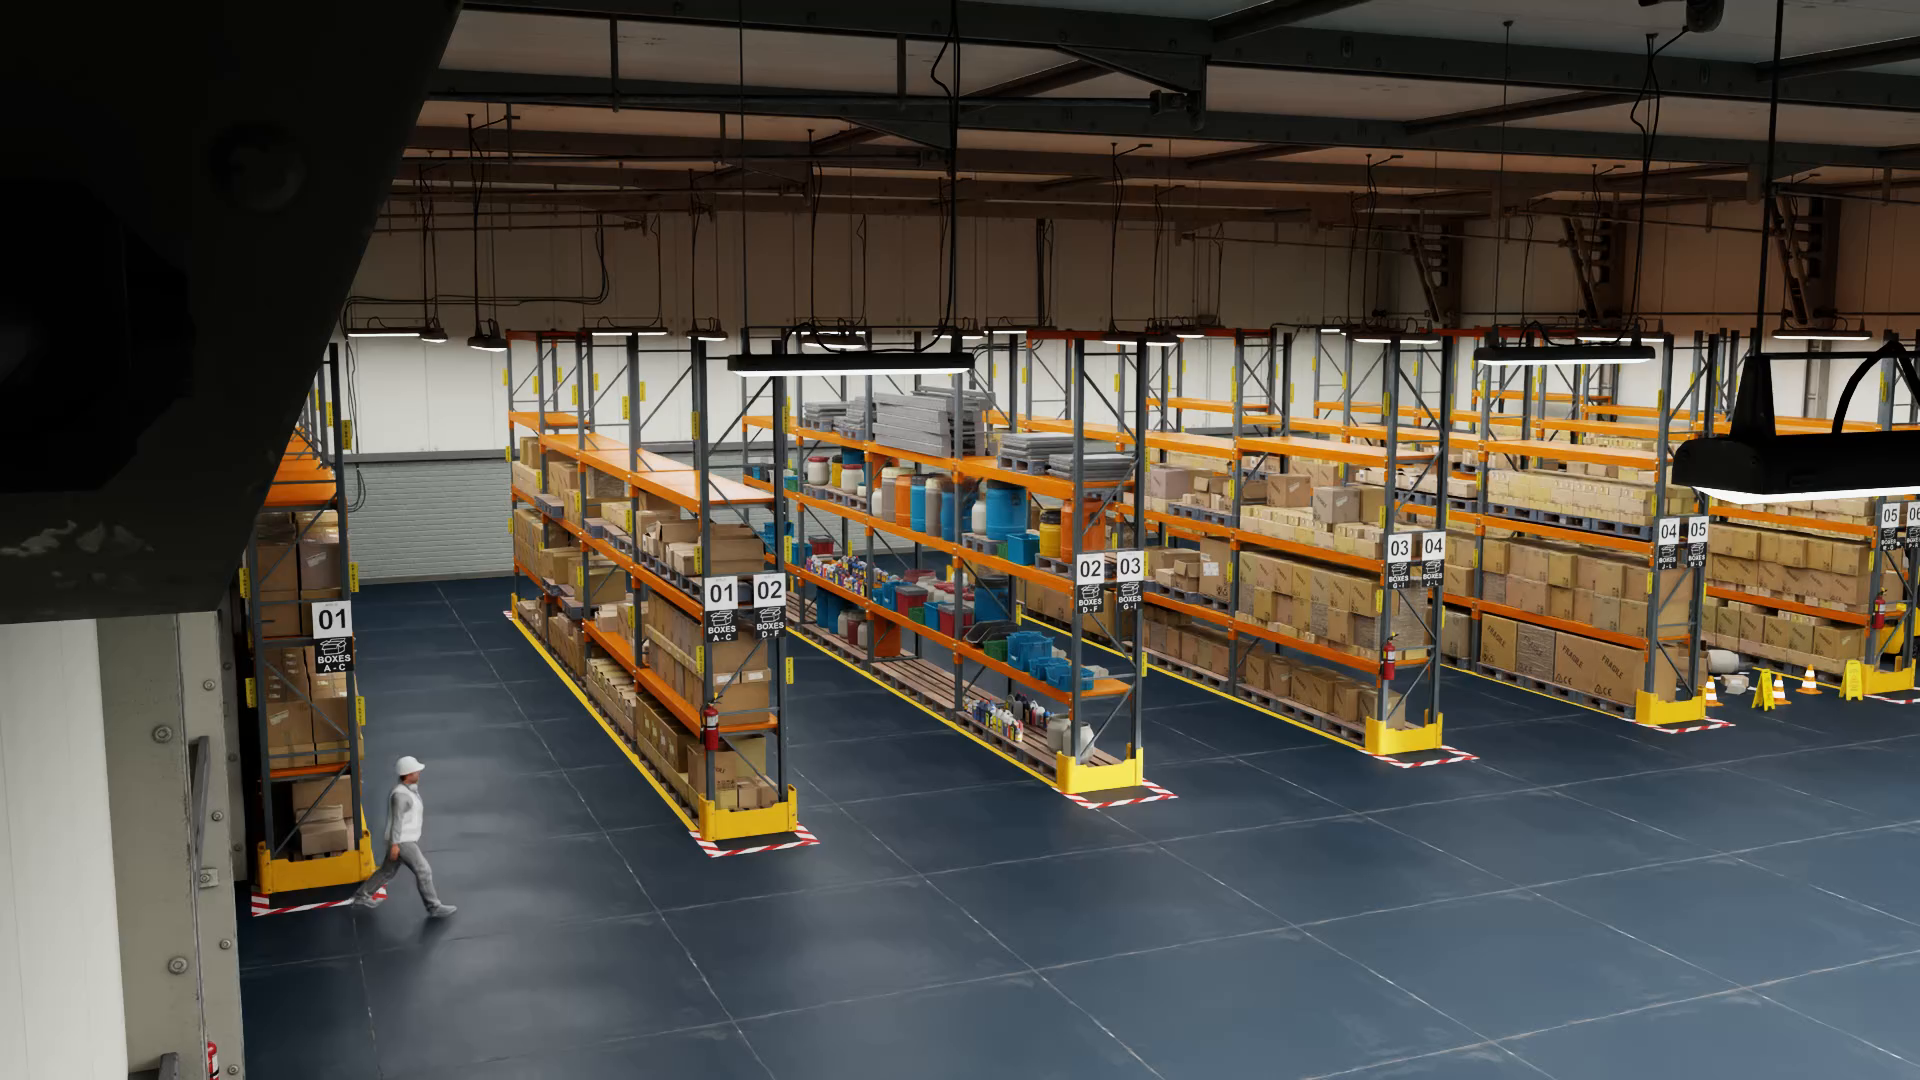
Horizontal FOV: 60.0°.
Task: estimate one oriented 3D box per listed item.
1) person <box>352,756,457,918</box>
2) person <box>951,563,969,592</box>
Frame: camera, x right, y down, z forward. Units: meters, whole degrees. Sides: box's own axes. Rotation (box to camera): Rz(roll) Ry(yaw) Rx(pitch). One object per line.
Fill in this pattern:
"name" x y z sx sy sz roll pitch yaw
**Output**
"person" -5.873 3.117 17.507 1.106 1.718 0.554 -1 8 -6
"person" -0.018 1.172 32.186 0.438 1.552 0.868 -5 9 -31
